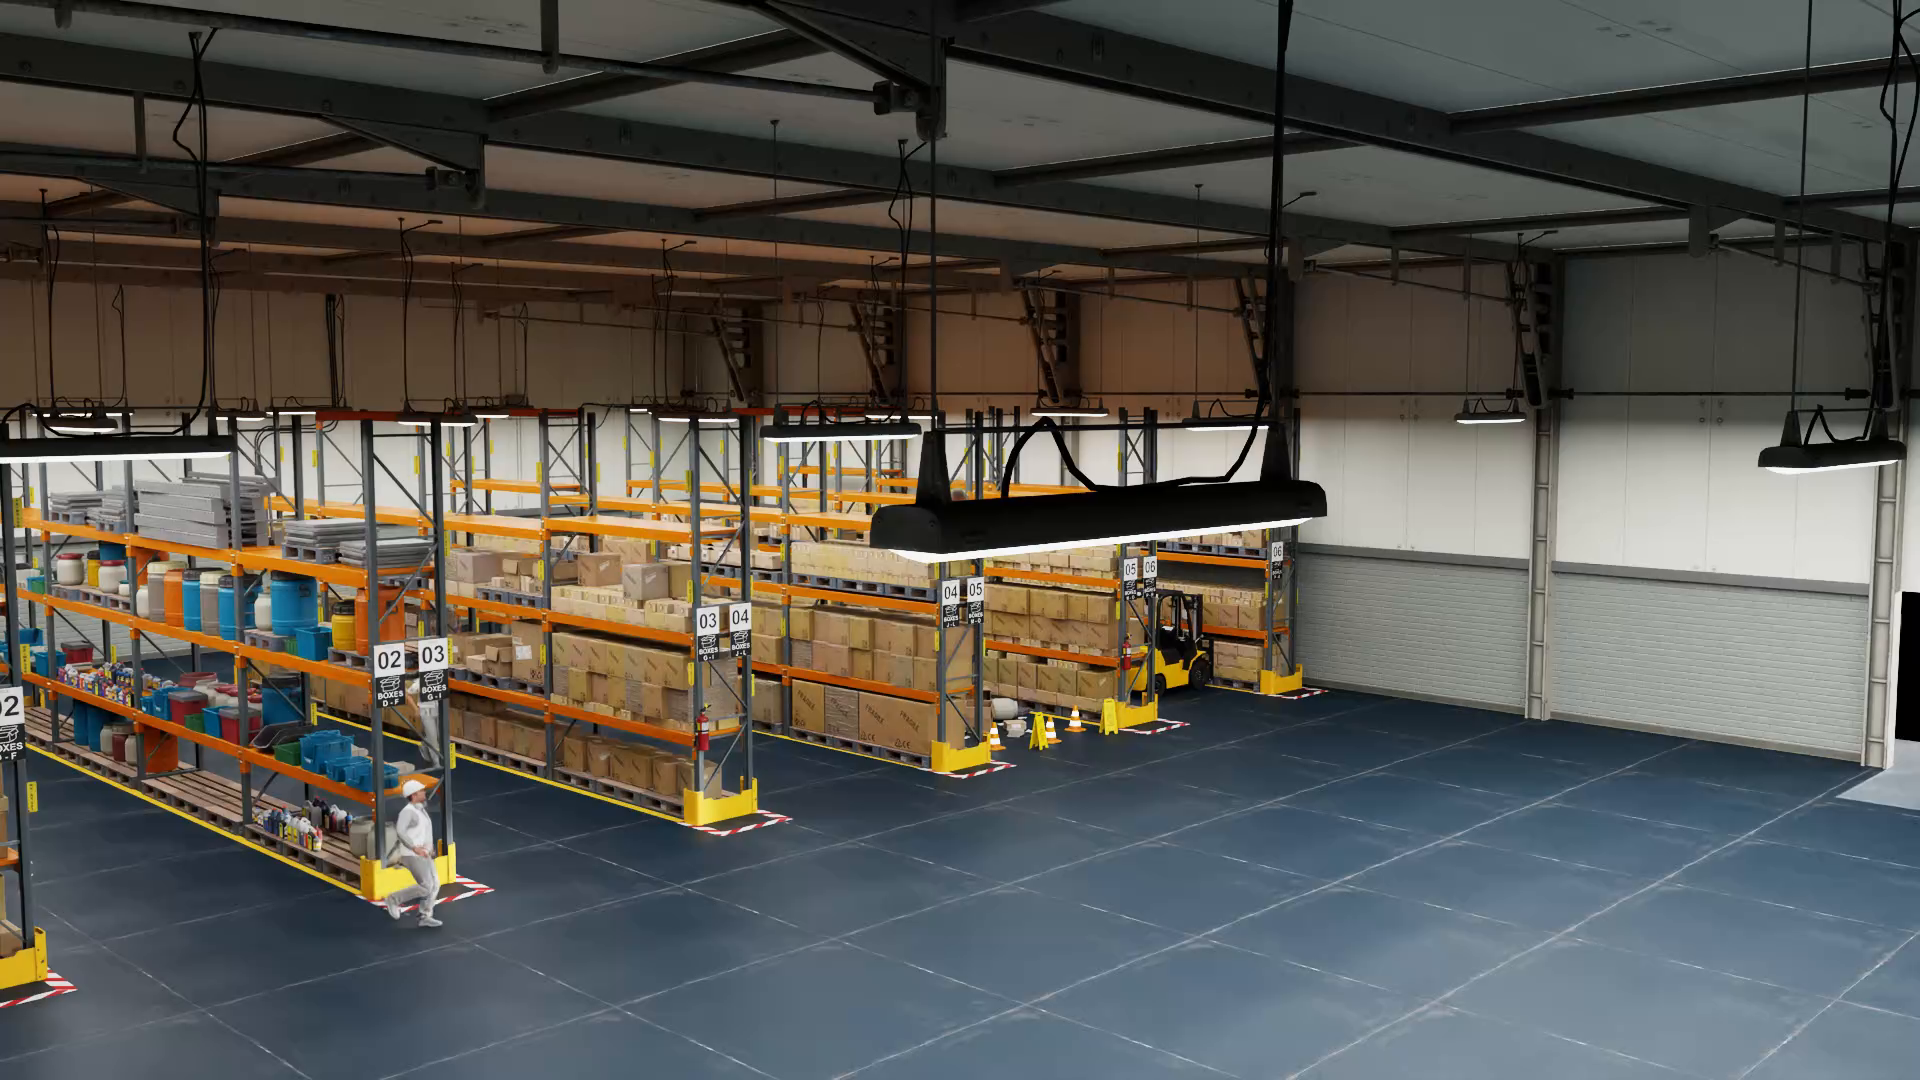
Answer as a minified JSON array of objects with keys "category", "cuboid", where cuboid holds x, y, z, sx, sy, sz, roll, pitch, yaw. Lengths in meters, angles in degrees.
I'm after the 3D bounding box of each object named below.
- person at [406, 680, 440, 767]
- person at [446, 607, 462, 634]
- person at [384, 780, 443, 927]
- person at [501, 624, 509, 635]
[{"category":"person","cuboid":[-8.922,2.937,28.076,0.968,1.768,0.662,4,6,37]},{"category":"person","cuboid":[-11.203,2.272,36.607,0.620,1.625,0.802,-4,6,-38]},{"category":"person","cuboid":[-6.490,3.722,19.862,0.674,1.704,0.700,0,5,-4]},{"category":"person","cuboid":[-11.128,1.813,41.392,0.908,1.760,0.660,-4,7,-41]}]
